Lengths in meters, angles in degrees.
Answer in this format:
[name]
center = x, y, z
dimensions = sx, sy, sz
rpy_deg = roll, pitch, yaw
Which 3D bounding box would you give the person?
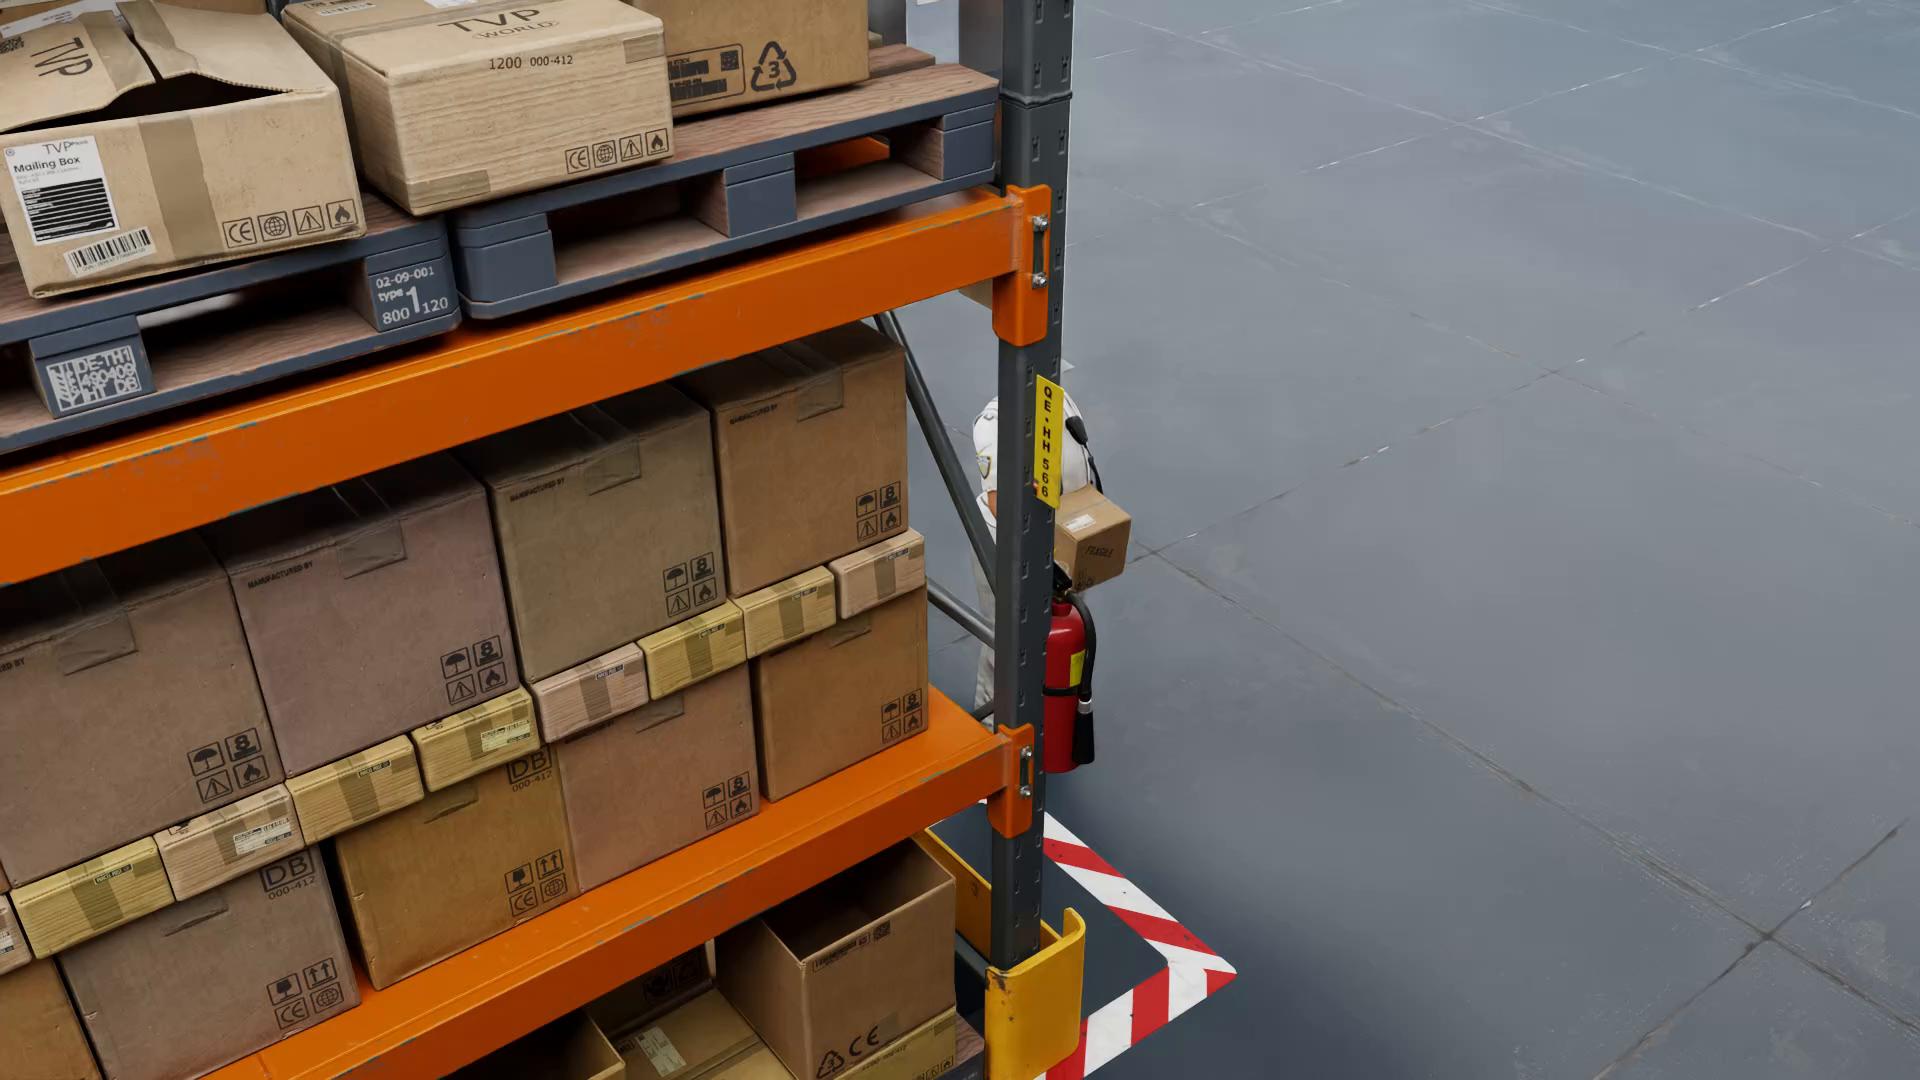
[person]
center = 0.305, 0.051, 6.064
dimensions = 0.452, 1.654, 0.535
rpy_deg = -22, 38, -30
